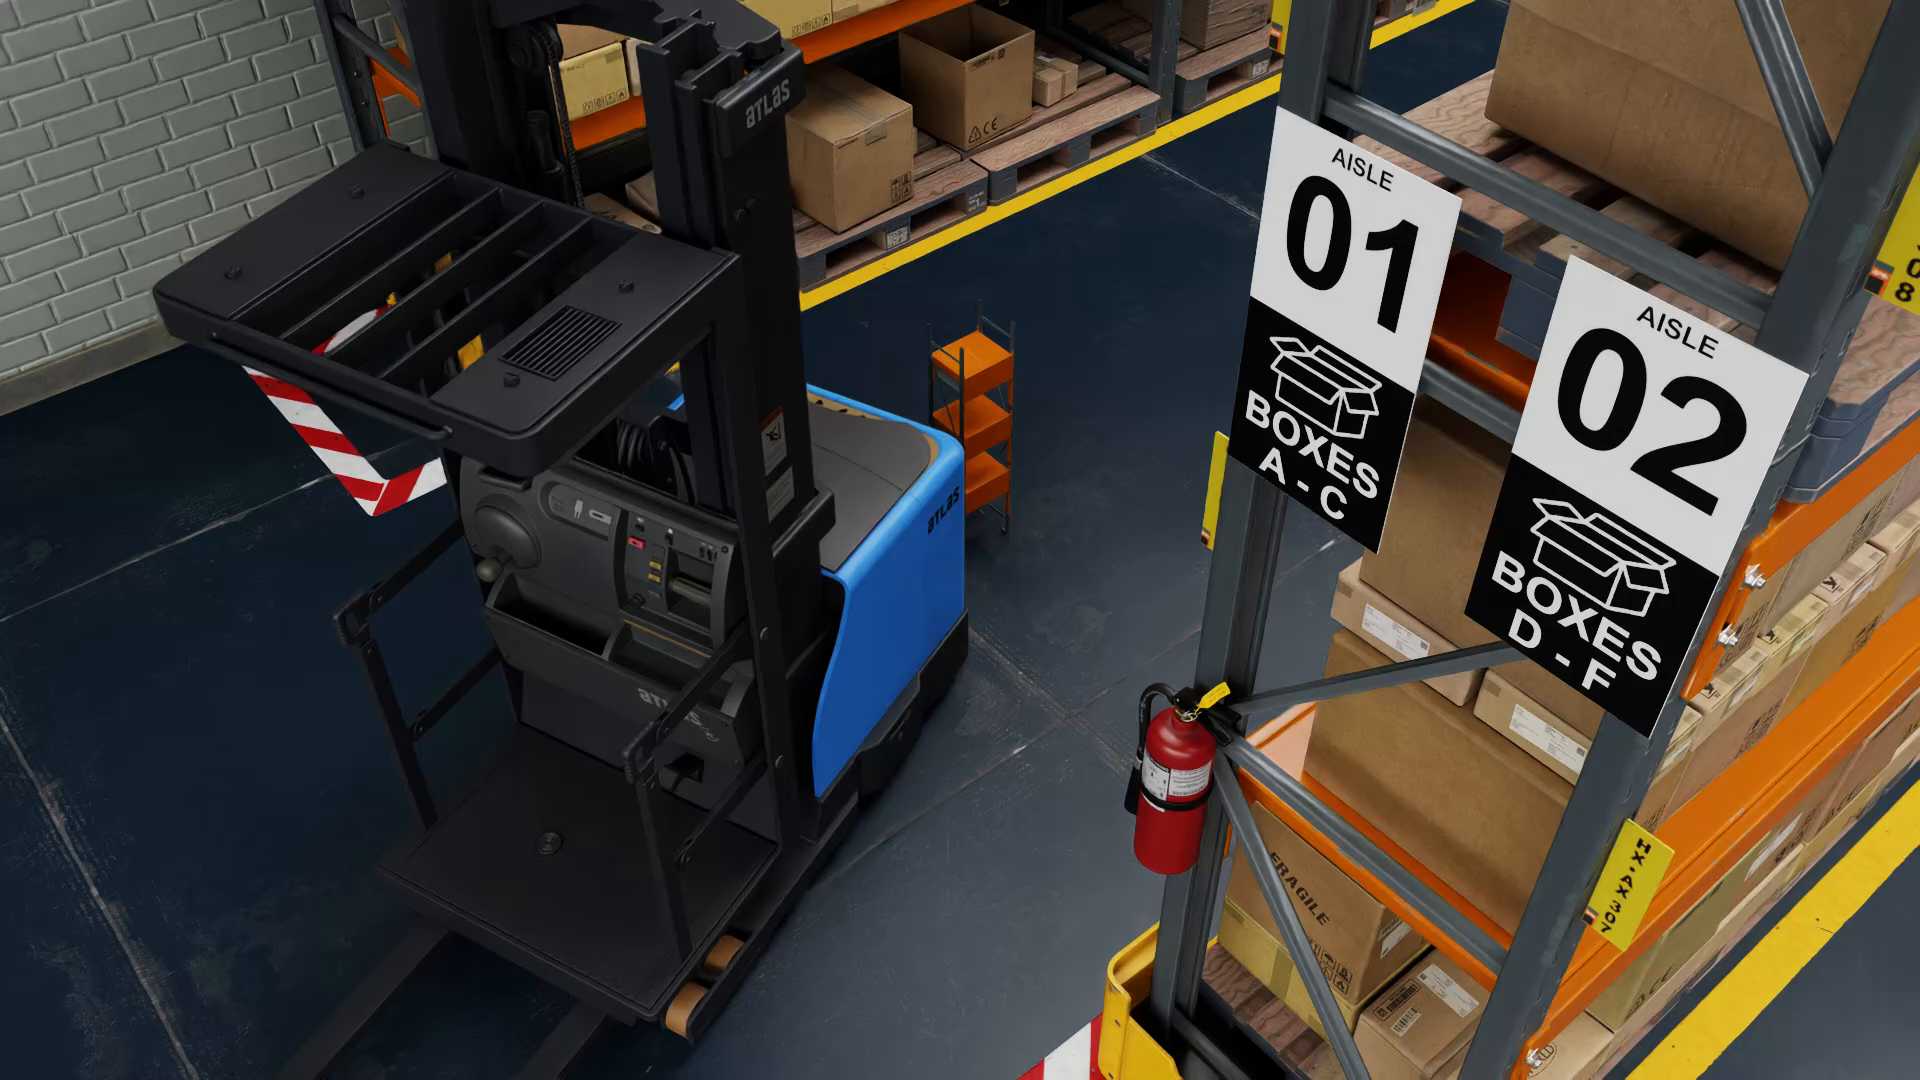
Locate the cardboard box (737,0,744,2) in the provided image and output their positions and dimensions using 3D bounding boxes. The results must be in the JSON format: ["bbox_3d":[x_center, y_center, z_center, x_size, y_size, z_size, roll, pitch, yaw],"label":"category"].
[{"bbox_3d":[-0.919,-2.602,6.877,0.500,0.500,0.500,-31,52,-29],"label":"cardboard box"}]

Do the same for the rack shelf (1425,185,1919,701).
[{"bbox_3d":[2.451,-0.999,3.957,4.000,0.370,1.077,-30,51,-28],"label":"rack shelf"}]

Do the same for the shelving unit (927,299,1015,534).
[{"bbox_3d":[0.041,-0.406,6.416,0.252,1.050,0.215,-30,51,-28],"label":"shelving unit"}]

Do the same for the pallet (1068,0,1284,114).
[{"bbox_3d":[1.400,-2.972,9.760,1.213,0.211,1.003,-30,51,-28],"label":"pallet"}]

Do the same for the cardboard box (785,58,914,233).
[{"bbox_3d":[-0.644,-1.941,8.130,0.500,0.500,0.700,-33,52,-30],"label":"cardboard box"}]

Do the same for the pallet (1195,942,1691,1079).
[{"bbox_3d":[1.477,1.369,5.138,1.213,0.211,1.003,-30,51,-28],"label":"pallet"}]

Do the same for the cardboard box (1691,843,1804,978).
[{"bbox_3d":[2.236,1.000,5.195,0.500,0.250,0.500,-30,51,-28],"label":"cardboard box"}]

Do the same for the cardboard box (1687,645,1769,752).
[{"bbox_3d":[1.557,0.261,3.734,0.250,0.149,0.380,-31,51,-29],"label":"cardboard box"}]

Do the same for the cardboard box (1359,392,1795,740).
[{"bbox_3d":[1.324,-0.020,3.560,0.500,0.500,0.700,-30,51,-28],"label":"cardboard box"}]

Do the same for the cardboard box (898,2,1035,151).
[{"bbox_3d":[0.034,-2.418,8.638,0.500,0.500,0.500,-34,53,-31],"label":"cardboard box"}]

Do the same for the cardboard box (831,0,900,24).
[{"bbox_3d":[-0.513,-2.566,7.386,0.500,0.250,0.500,-29,51,-28],"label":"cardboard box"}]

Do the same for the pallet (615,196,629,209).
[{"bbox_3d":[-1.560,-1.244,7.920,1.213,0.211,1.003,-30,51,-28],"label":"pallet"}]

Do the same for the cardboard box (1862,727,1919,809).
[{"bbox_3d":[3.006,0.563,5.661,0.500,0.250,0.500,-30,51,-28],"label":"cardboard box"}]

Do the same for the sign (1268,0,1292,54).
[{"bbox_3d":[0.579,-0.967,2.809,0.005,0.325,0.100,-30,51,-28],"label":"sign"}]

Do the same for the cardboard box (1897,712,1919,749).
[{"bbox_3d":[2.998,0.283,5.411,0.500,0.500,0.500,-30,51,-28],"label":"cardboard box"}]

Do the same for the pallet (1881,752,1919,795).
[{"bbox_3d":[3.348,0.298,6.279,1.213,0.211,1.003,-30,51,-28],"label":"pallet"}]

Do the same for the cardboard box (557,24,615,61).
[{"bbox_3d":[-1.705,-2.167,6.413,0.500,0.500,0.500,-30,51,-28],"label":"cardboard box"}]

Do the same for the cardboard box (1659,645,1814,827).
[{"bbox_3d":[1.683,0.243,4.227,0.500,0.500,0.700,-28,50,-27],"label":"cardboard box"}]

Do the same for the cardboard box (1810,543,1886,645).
[{"bbox_3d":[1.944,0.043,3.966,0.250,0.149,0.380,-31,51,-28],"label":"cardboard box"}]

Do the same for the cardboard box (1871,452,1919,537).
[{"bbox_3d":[2.110,-0.476,4.045,0.500,0.500,0.700,-30,51,-28],"label":"cardboard box"}]

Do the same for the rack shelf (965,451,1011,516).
[{"bbox_3d":[0.041,-0.196,6.613,0.240,0.259,0.215,-30,51,-28],"label":"rack shelf"}]

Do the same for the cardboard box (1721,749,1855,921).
[{"bbox_3d":[2.229,0.721,4.945,0.500,0.500,0.500,-30,51,-28],"label":"cardboard box"}]

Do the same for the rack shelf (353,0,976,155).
[{"bbox_3d":[-0.730,-2.505,7.752,4.000,0.370,1.077,-30,51,-28],"label":"rack shelf"}]

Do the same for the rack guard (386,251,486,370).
[{"bbox_3d":[-2.206,-1.011,7.461,0.348,0.500,1.175,-30,51,-28],"label":"rack guard"}]

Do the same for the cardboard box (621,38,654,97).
[{"bbox_3d":[-1.297,-2.125,6.916,0.500,0.250,0.500,-31,52,-29],"label":"cardboard box"}]

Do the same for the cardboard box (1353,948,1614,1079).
[{"bbox_3d":[1.471,1.441,4.726,0.500,0.250,0.500,-30,51,-28],"label":"cardboard box"}]

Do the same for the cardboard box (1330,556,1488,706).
[{"bbox_3d":[1.088,0.170,3.831,0.250,0.149,0.380,-31,51,-28],"label":"cardboard box"}]

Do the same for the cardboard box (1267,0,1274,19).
[{"bbox_3d":[1.722,-3.480,9.769,0.500,0.500,0.700,-31,51,-29],"label":"cardboard box"}]

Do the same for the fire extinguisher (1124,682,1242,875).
[{"bbox_3d":[0.528,0.547,4.033,0.183,0.674,0.296,-30,51,-28],"label":"fire extinguisher"}]

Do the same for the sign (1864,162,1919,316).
[{"bbox_3d":[1.268,-0.436,2.136,0.005,0.325,0.100,-30,51,-28],"label":"sign"}]

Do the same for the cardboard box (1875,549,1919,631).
[{"bbox_3d":[2.469,-0.205,4.705,0.500,0.500,0.700,-28,50,-27],"label":"cardboard box"}]

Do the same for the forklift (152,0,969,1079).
[{"bbox_3d":[-1.124,0.098,4.504,1.130,2.935,3.031,21,47,21],"label":"forklift"}]

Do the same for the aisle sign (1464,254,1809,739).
[{"bbox_3d":[1.063,-0.047,2.710,0.004,0.787,0.394,-30,51,-28],"label":"aisle sign"}]

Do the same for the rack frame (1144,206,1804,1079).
[{"bbox_3d":[0.917,0.711,3.802,0.127,3.000,1.000,-30,51,-28],"label":"rack frame"}]

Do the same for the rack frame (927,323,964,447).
[{"bbox_3d":[-0.053,-0.353,6.359,0.008,1.050,0.200,-30,51,-28],"label":"rack frame"}]

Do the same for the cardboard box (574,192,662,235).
[{"bbox_3d":[-1.676,-1.326,7.613,0.500,0.311,0.500,33,52,30],"label":"cardboard box"}]

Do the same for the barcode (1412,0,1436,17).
[{"bbox_3d":[0.839,-0.980,2.987,0.075,0.075,0.001,-30,51,-28],"label":"barcode"}]

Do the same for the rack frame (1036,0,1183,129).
[{"bbox_3d":[0.804,-3.646,8.441,0.127,3.000,1.000,-30,51,-28],"label":"rack frame"}]
